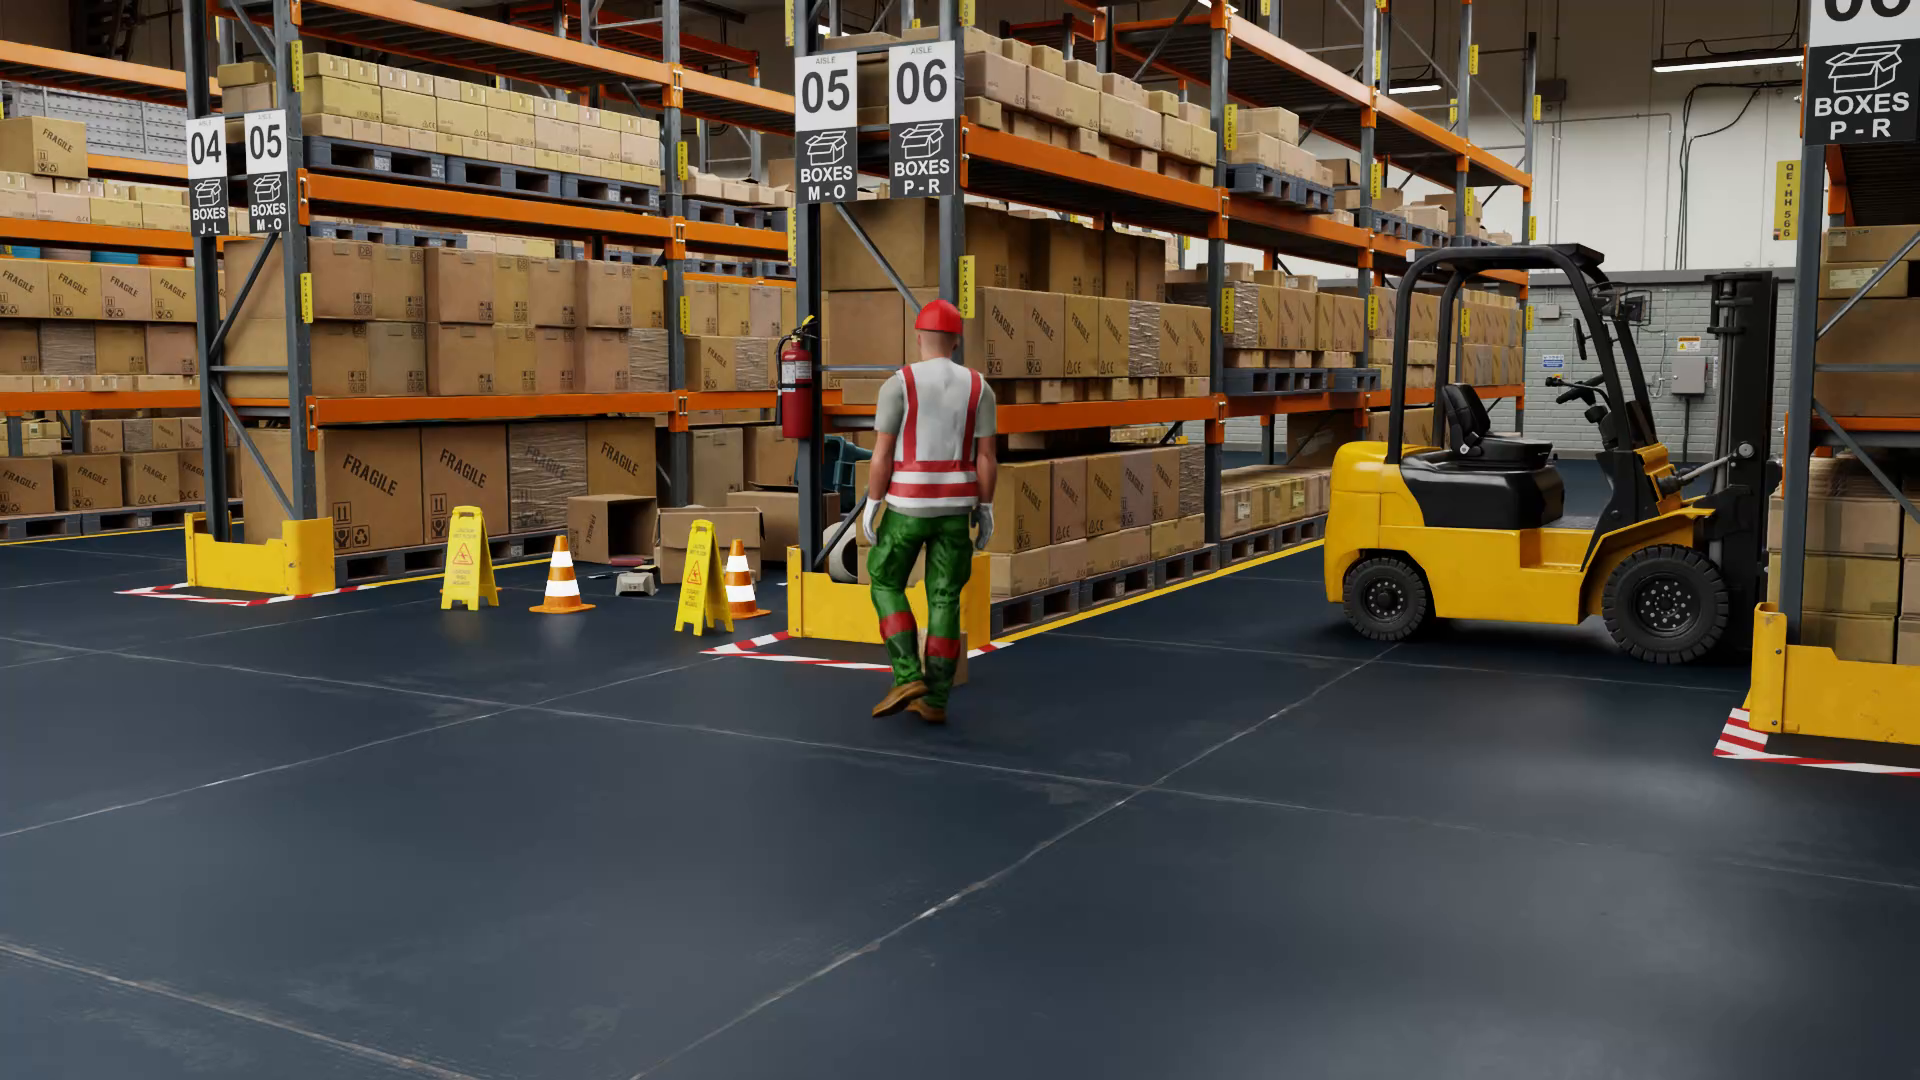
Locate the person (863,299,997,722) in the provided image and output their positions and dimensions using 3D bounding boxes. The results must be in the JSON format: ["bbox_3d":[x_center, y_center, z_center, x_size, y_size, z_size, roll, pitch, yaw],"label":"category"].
[{"bbox_3d":[-0.142,-0.125,7.099,0.559,1.789,0.410,-2,6,-19],"label":"person"}]
